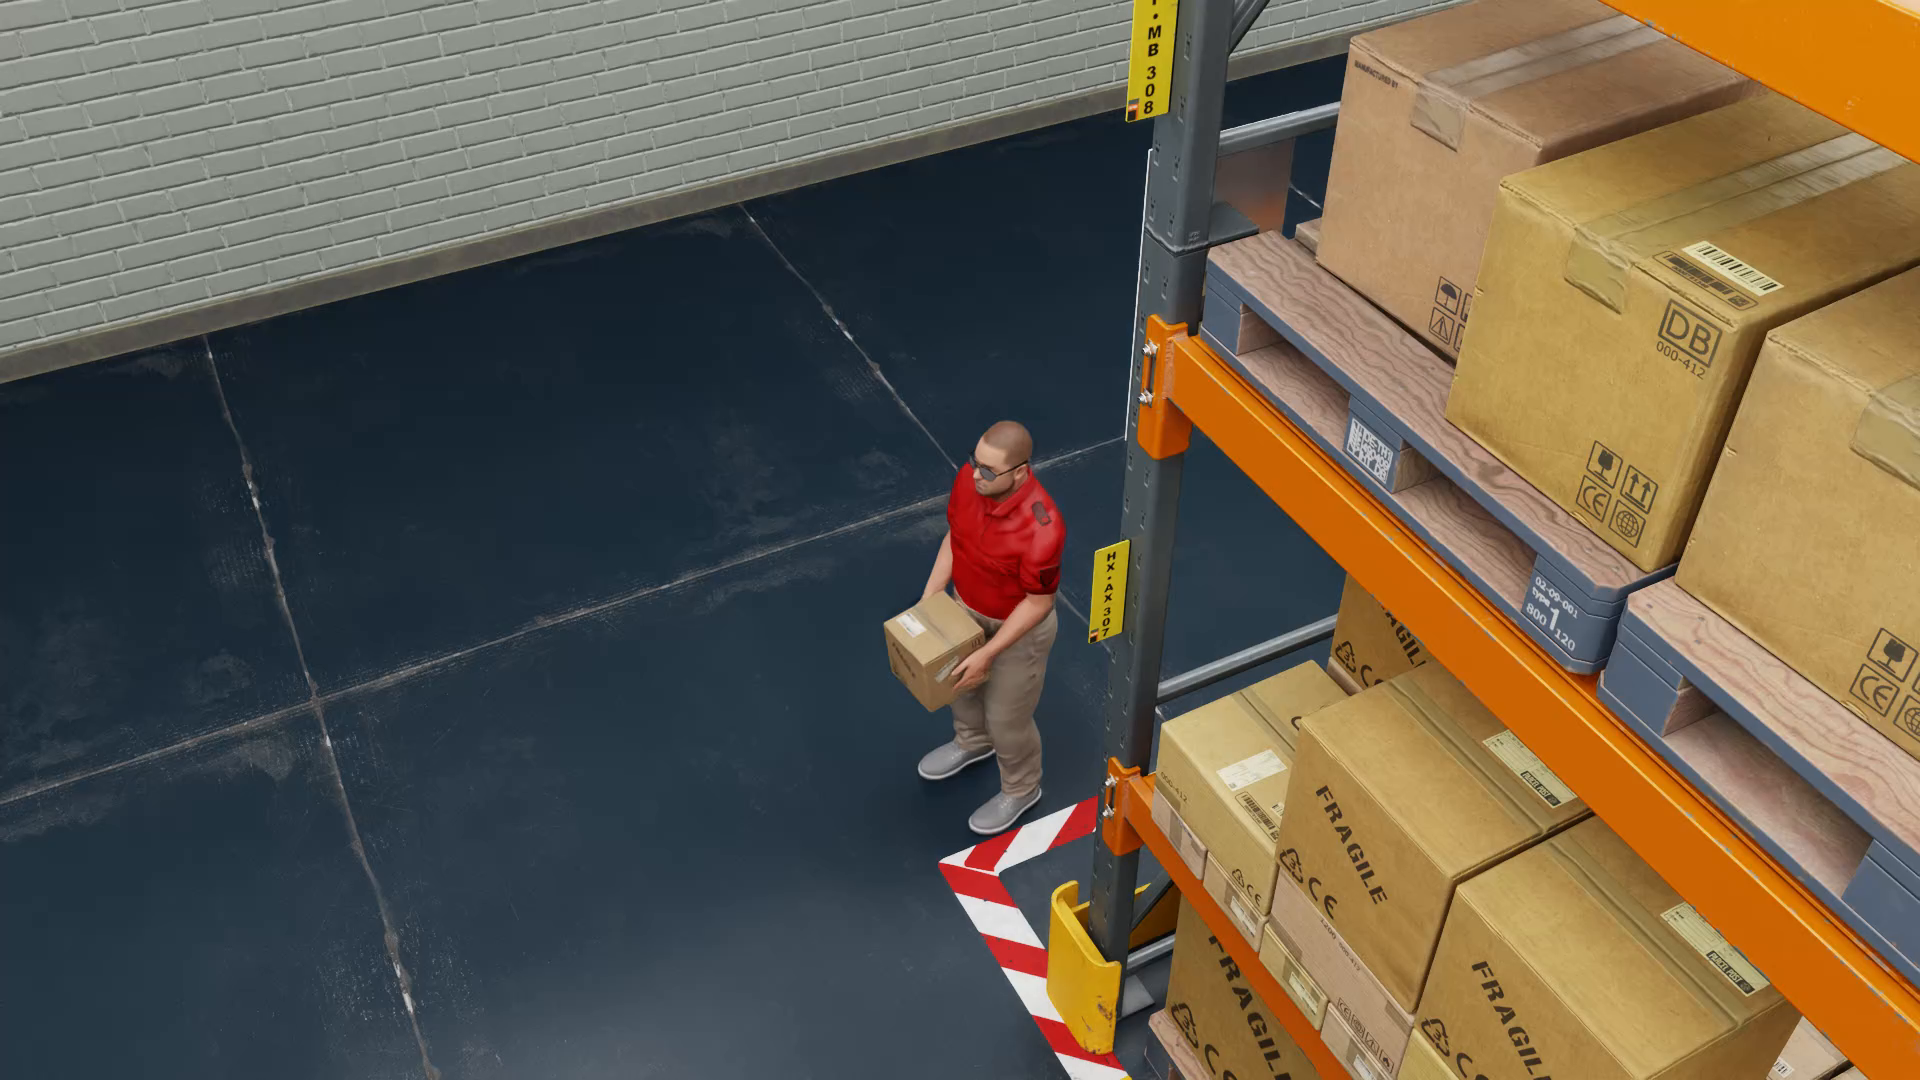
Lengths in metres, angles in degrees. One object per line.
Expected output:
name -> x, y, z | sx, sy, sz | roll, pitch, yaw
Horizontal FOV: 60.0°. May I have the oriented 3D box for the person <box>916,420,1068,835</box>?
person -> 0.087, 0.312, 5.805 | 0.470, 1.733, 0.532 | -25, 47, -26
